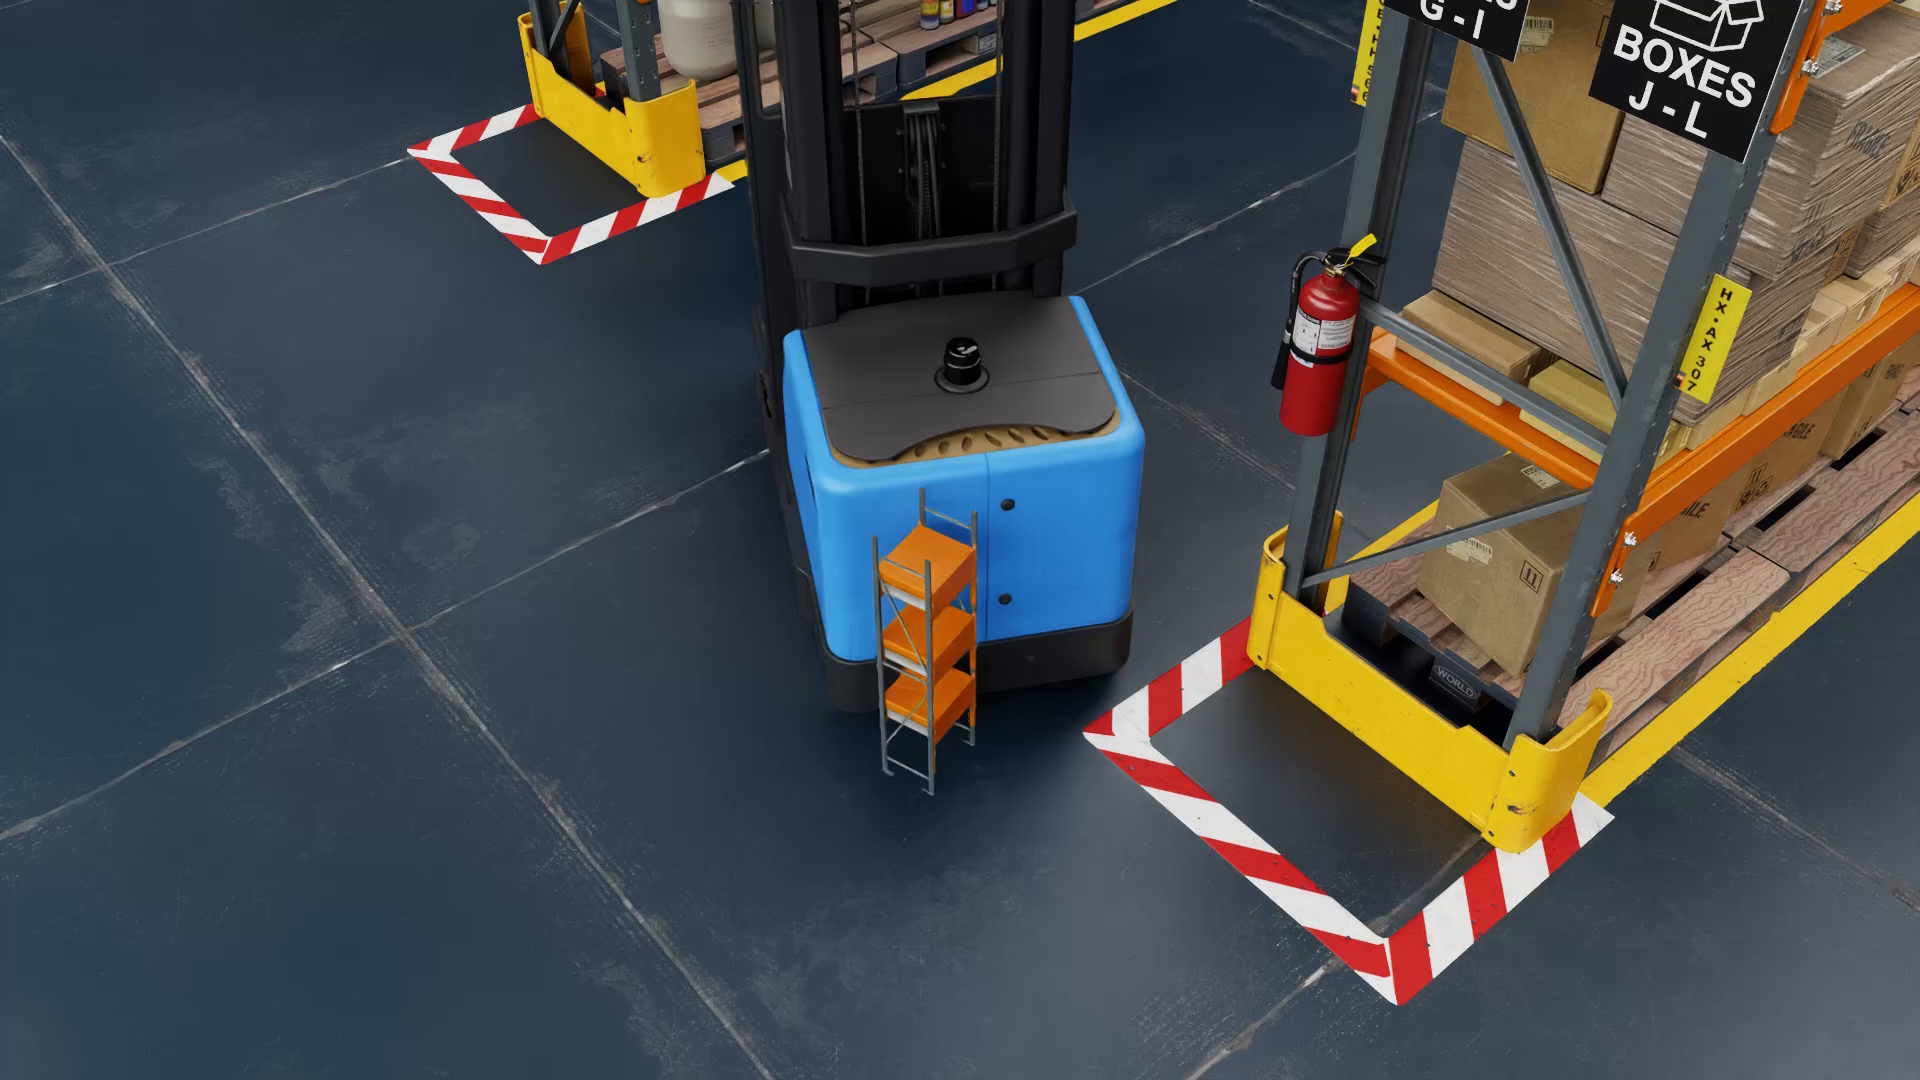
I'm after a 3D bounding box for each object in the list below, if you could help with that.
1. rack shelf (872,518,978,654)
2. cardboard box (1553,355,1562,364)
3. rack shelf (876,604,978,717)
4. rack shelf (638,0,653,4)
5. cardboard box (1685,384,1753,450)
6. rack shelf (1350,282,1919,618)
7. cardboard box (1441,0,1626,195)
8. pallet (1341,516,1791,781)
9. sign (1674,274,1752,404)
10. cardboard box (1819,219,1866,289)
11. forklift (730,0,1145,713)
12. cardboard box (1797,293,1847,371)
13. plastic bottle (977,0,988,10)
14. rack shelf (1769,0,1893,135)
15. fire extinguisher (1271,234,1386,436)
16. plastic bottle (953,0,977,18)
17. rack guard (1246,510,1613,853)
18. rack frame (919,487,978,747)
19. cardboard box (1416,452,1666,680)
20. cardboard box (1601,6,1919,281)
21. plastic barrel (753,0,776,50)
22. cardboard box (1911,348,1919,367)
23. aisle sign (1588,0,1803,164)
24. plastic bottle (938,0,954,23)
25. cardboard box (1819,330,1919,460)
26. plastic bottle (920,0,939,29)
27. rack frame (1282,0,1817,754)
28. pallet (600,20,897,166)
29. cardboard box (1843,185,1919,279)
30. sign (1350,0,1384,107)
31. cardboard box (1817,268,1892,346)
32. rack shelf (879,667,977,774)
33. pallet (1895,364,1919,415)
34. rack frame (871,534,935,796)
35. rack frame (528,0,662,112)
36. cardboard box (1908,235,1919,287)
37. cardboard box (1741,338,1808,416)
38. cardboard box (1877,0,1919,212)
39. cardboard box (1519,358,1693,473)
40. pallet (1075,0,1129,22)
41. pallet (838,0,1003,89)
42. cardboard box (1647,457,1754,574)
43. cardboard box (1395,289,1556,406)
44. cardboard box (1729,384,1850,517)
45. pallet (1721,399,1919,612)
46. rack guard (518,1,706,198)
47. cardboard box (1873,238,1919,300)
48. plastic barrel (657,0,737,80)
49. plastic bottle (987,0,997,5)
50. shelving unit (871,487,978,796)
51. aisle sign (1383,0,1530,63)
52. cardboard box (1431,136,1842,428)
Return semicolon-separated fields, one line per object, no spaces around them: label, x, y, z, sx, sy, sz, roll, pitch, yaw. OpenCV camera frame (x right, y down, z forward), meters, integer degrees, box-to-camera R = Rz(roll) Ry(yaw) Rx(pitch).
rack shelf;-0.101;0.136;4.939;0.215;0.259;0.240;24;48;23
cardboard box;1.704;-0.694;4.982;0.250;0.149;0.380;-30;51;-28
rack shelf;-0.101;0.343;5.133;0.215;0.259;0.240;24;48;23
rack shelf;-0.218;-3.660;8.481;4.000;0.370;1.077;-30;51;-28
cardboard box;2.001;-0.451;4.723;0.250;0.149;0.380;-30;51;-28
rack shelf;2.960;-1.059;5.712;4.000;0.370;1.077;-30;51;-28
cardboard box;1.689;-1.324;4.448;0.500;0.500;0.500;-30;51;-28
pallet;2.130;0.202;5.881;1.213;0.211;1.003;-30;51;-28
sign;1.774;-0.474;3.931;0.005;0.325;0.100;-30;51;-28
cardboard box;2.172;-1.098;4.937;0.500;0.500;0.875;-30;51;-28
forklift;-0.225;-1.515;5.723;1.130;2.935;3.031;-8;44;-9
cardboard box;2.381;-0.674;4.960;0.250;0.149;0.380;-30;51;-28
plastic bottle;0.102;-2.993;8.917;0.097;0.271;0.097;0;43;0
rack shelf;2.960;-2.153;4.685;4.000;0.370;1.077;-30;51;-28
fire extinguisher;1.042;-0.606;4.761;0.183;0.674;0.296;-30;51;-28
plastic bottle;0.024;-2.937;8.848;0.133;0.283;0.061;-29;50;-27
rack guard;1.484;0.435;5.422;0.348;0.500;1.175;-30;51;-28
rack frame;-0.035;0.265;5.201;0.200;1.050;0.008;24;48;23
cardboard box;1.916;0.050;5.525;0.500;0.500;0.500;-21;47;-21
cardboard box;2.023;-1.051;4.157;0.500;0.500;0.500;-30;51;-28
plastic barrel;-0.912;-2.839;8.593;0.421;0.512;0.421;0;43;0
cardboard box;3.727;-1.032;6.676;0.500;0.500;0.500;-15;45;-16
aisle sign;1.571;-1.206;3.444;0.004;0.787;0.394;-30;51;-28
plastic bottle;-0.082;-2.862;8.829;0.097;0.201;0.097;0;43;0
cardboard box;3.301;-0.718;6.342;0.500;0.500;0.500;34;53;31
plastic bottle;-0.161;-2.842;8.757;0.097;0.271;0.097;0;43;0
rack frame;1.426;-0.443;4.531;0.127;3.000;1.000;-30;51;-28
pallet;-1.097;-2.439;8.693;1.213;0.211;1.003;-30;51;-28
cardboard box;2.583;-1.294;5.147;0.500;0.500;0.875;-30;51;-28
sign;1.085;-1.280;4.346;0.005;0.325;0.100;-30;51;-28
cardboard box;2.578;-0.780;5.073;0.250;0.149;0.380;-30;51;-28
rack shelf;-0.101;0.546;5.323;0.215;0.259;0.240;24;48;23
pallet;4.001;-0.870;7.022;1.213;0.211;1.003;-30;51;-28
rack frame;-0.167;0.406;5.051;0.200;1.050;0.008;24;48;23
rack frame;-1.752;-3.044;7.300;0.127;3.000;1.000;-30;51;-28
cardboard box;3.010;-0.959;5.264;0.250;0.149;0.380;-30;51;-28
cardboard box;2.203;-0.553;4.831;0.250;0.149;0.380;-30;51;-28
cardboard box;2.411;-1.267;4.387;0.500;0.500;0.500;-30;51;-28
cardboard box;1.797;-0.351;4.617;0.250;0.149;0.380;-30;51;-28
pallet;0.774;-3.511;9.834;1.213;0.211;1.003;-30;51;-28
pallet;-0.162;-2.972;9.261;1.213;0.211;1.003;-30;51;-28
cardboard box;2.352;-0.231;5.824;0.500;0.500;0.500;-17;46;-18
cardboard box;1.512;-0.585;4.865;0.250;0.149;0.380;-30;51;-28
cardboard box;2.844;-0.496;6.106;0.500;0.500;0.500;-25;49;-24
pallet;3.065;-0.331;6.448;1.213;0.211;1.003;-30;51;-28
rack guard;-1.724;-2.191;8.217;0.348;0.500;1.175;-30;51;-28
cardboard box;2.752;-0.904;5.205;0.250;0.149;0.380;-30;51;-28
plastic barrel;-1.296;-2.619;8.358;0.421;0.512;0.421;0;43;0
plastic bottle;0.178;-3.037;8.964;0.097;0.271;0.097;0;43;0
shelving unit;-0.101;0.335;5.126;0.215;1.050;0.252;24;48;23
aisle sign;1.186;-1.521;3.779;0.004;0.787;0.394;-30;51;-28
cardboard box;1.865;-0.815;4.636;0.500;0.500;0.875;-30;51;-28
